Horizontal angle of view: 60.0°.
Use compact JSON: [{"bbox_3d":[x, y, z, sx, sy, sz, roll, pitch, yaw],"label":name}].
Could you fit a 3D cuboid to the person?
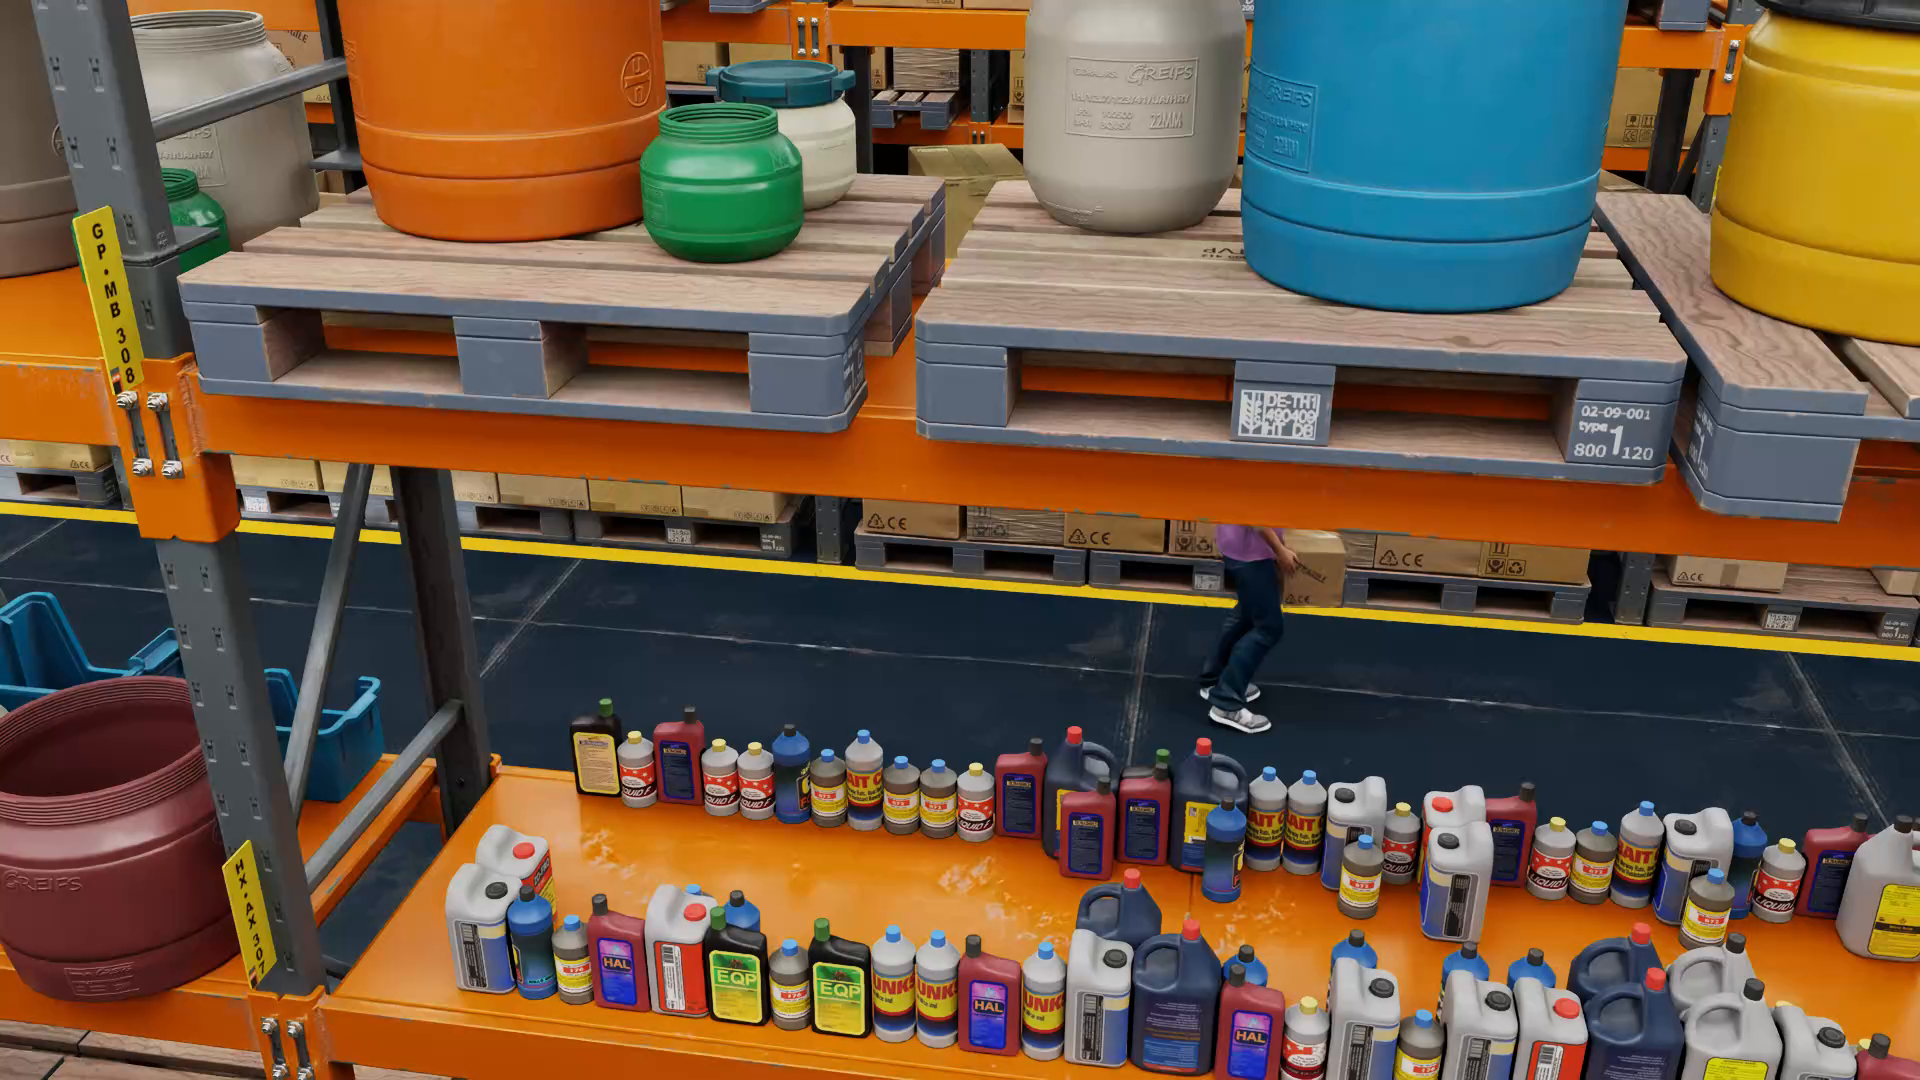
[{"bbox_3d":[1.265,0.024,7.093,0.429,1.574,0.513,3,25,7],"label":"person"}]
